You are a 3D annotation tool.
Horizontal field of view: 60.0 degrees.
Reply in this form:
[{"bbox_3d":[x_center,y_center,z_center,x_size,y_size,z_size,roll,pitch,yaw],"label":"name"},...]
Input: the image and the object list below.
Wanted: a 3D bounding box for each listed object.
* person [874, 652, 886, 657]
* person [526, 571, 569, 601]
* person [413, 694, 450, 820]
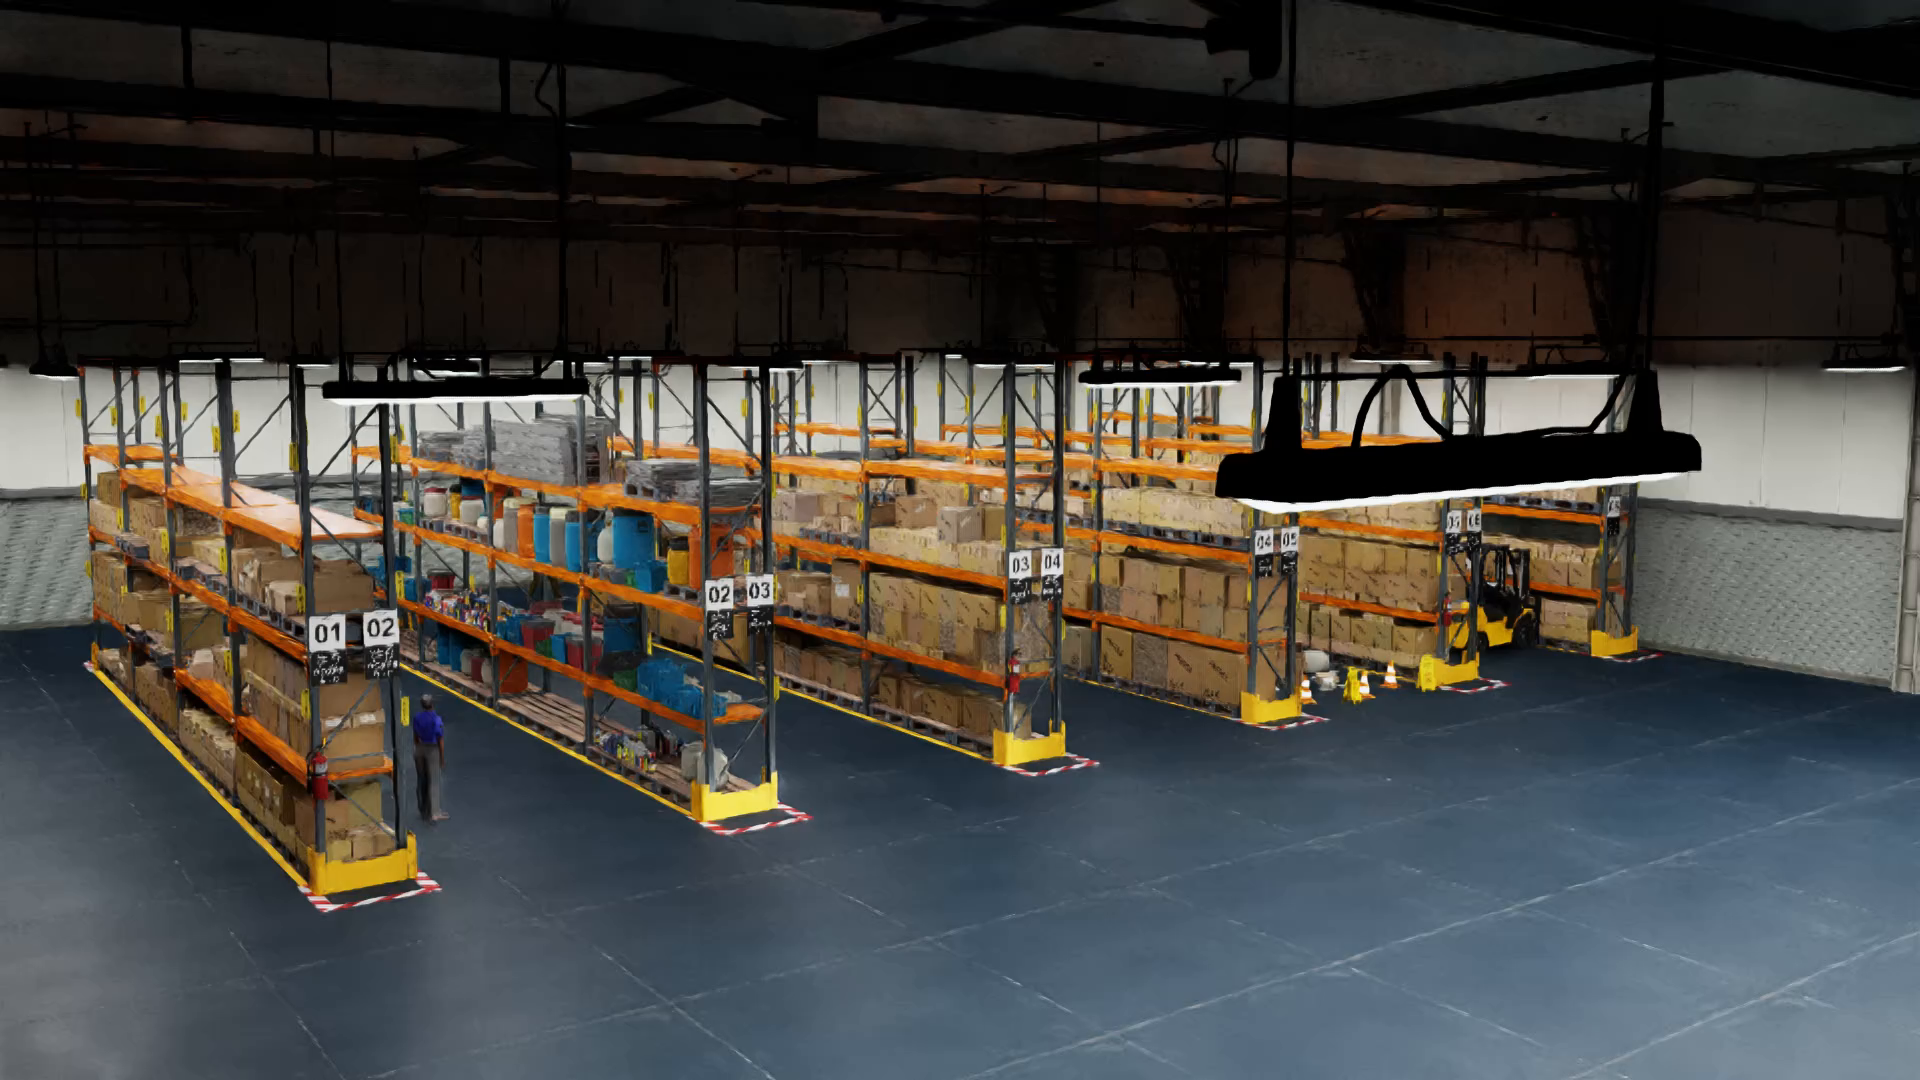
[{"bbox_3d":[-1.626,1.553,32.927,0.608,1.611,0.582,-5,9,-37],"label":"person"},{"bbox_3d":[-9.978,0.628,39.898,1.012,1.749,0.621,4,8,29],"label":"person"},{"bbox_3d":[-6.993,2.846,21.965,0.499,1.646,0.415,3,8,23],"label":"person"}]
